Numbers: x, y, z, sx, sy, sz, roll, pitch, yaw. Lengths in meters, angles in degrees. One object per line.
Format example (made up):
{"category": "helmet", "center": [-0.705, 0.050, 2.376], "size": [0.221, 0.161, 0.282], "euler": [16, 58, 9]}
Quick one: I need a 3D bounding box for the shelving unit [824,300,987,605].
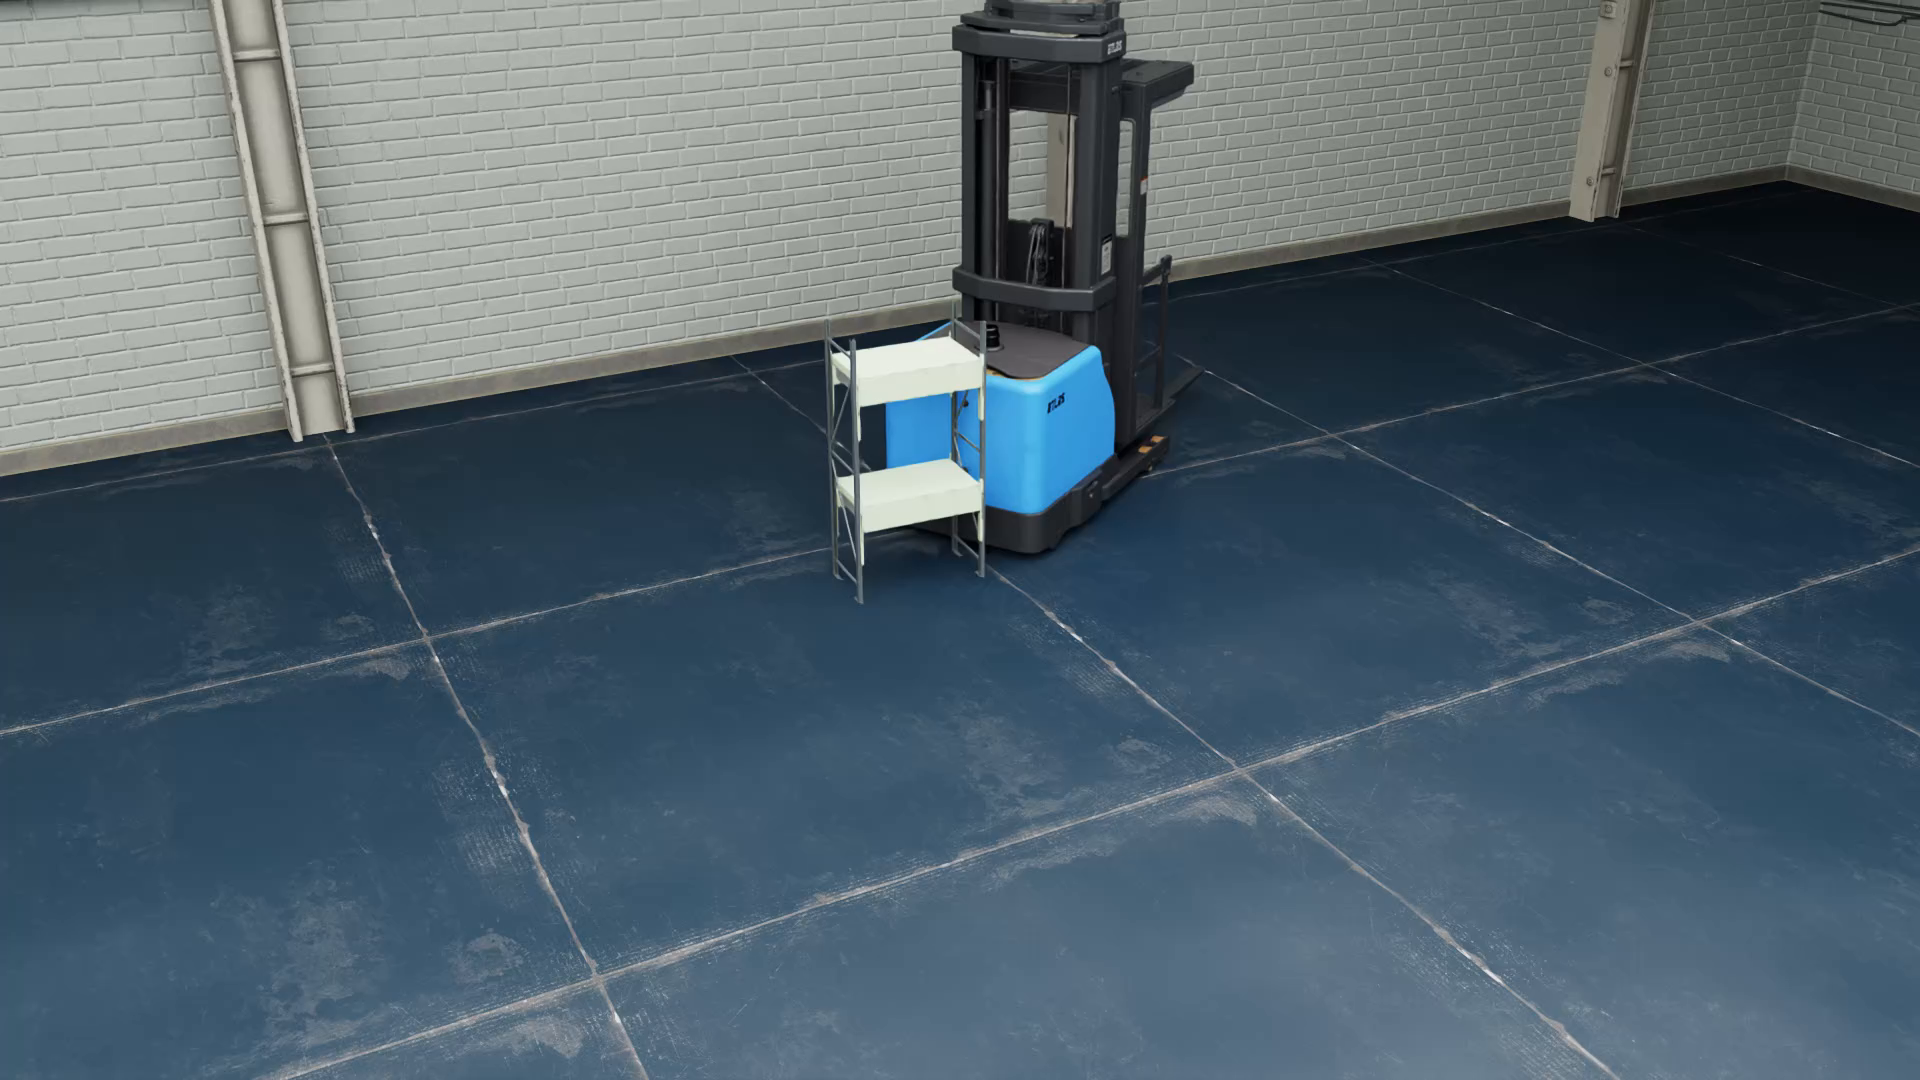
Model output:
{"category": "shelving unit", "center": [-0.287, -0.471, 8.997], "size": [0.755, 1.500, 0.431], "euler": [-11, 28, -22]}

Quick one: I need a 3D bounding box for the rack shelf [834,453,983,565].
{"category": "rack shelf", "center": [-0.287, -0.177, 9.138], "size": [0.720, 0.370, 0.431], "euler": [-11, 28, -22]}

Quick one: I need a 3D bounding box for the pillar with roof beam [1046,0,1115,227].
{"category": "pillar with roof beam", "center": [2.973, -4.388, 8.493], "size": [0.400, 9.000, 9.100], "euler": [-13, 29, -25]}

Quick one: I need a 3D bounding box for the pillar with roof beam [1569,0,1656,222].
{"category": "pillar with roof beam", "center": [8.267, -5.610, 11.038], "size": [0.400, 9.000, 9.100], "euler": [-13, 29, -25]}

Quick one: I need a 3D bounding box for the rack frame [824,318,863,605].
{"category": "rack frame", "center": [-0.619, -0.404, 8.858], "size": [0.023, 1.500, 0.400], "euler": [-11, 28, -22]}

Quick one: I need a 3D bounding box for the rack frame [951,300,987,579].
{"category": "rack frame", "center": [0.045, -0.537, 9.137], "size": [0.023, 1.500, 0.400], "euler": [-11, 28, -22]}

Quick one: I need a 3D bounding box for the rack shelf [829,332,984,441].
{"category": "rack shelf", "center": [-0.287, -0.822, 8.828], "size": [0.720, 0.370, 0.431], "euler": [-11, 28, -22]}

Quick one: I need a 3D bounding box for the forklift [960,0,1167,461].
{"category": "forklift", "center": [0.715, -1.845, 10.207], "size": [1.121, 2.935, 3.031], "euler": [14, 29, 26]}
